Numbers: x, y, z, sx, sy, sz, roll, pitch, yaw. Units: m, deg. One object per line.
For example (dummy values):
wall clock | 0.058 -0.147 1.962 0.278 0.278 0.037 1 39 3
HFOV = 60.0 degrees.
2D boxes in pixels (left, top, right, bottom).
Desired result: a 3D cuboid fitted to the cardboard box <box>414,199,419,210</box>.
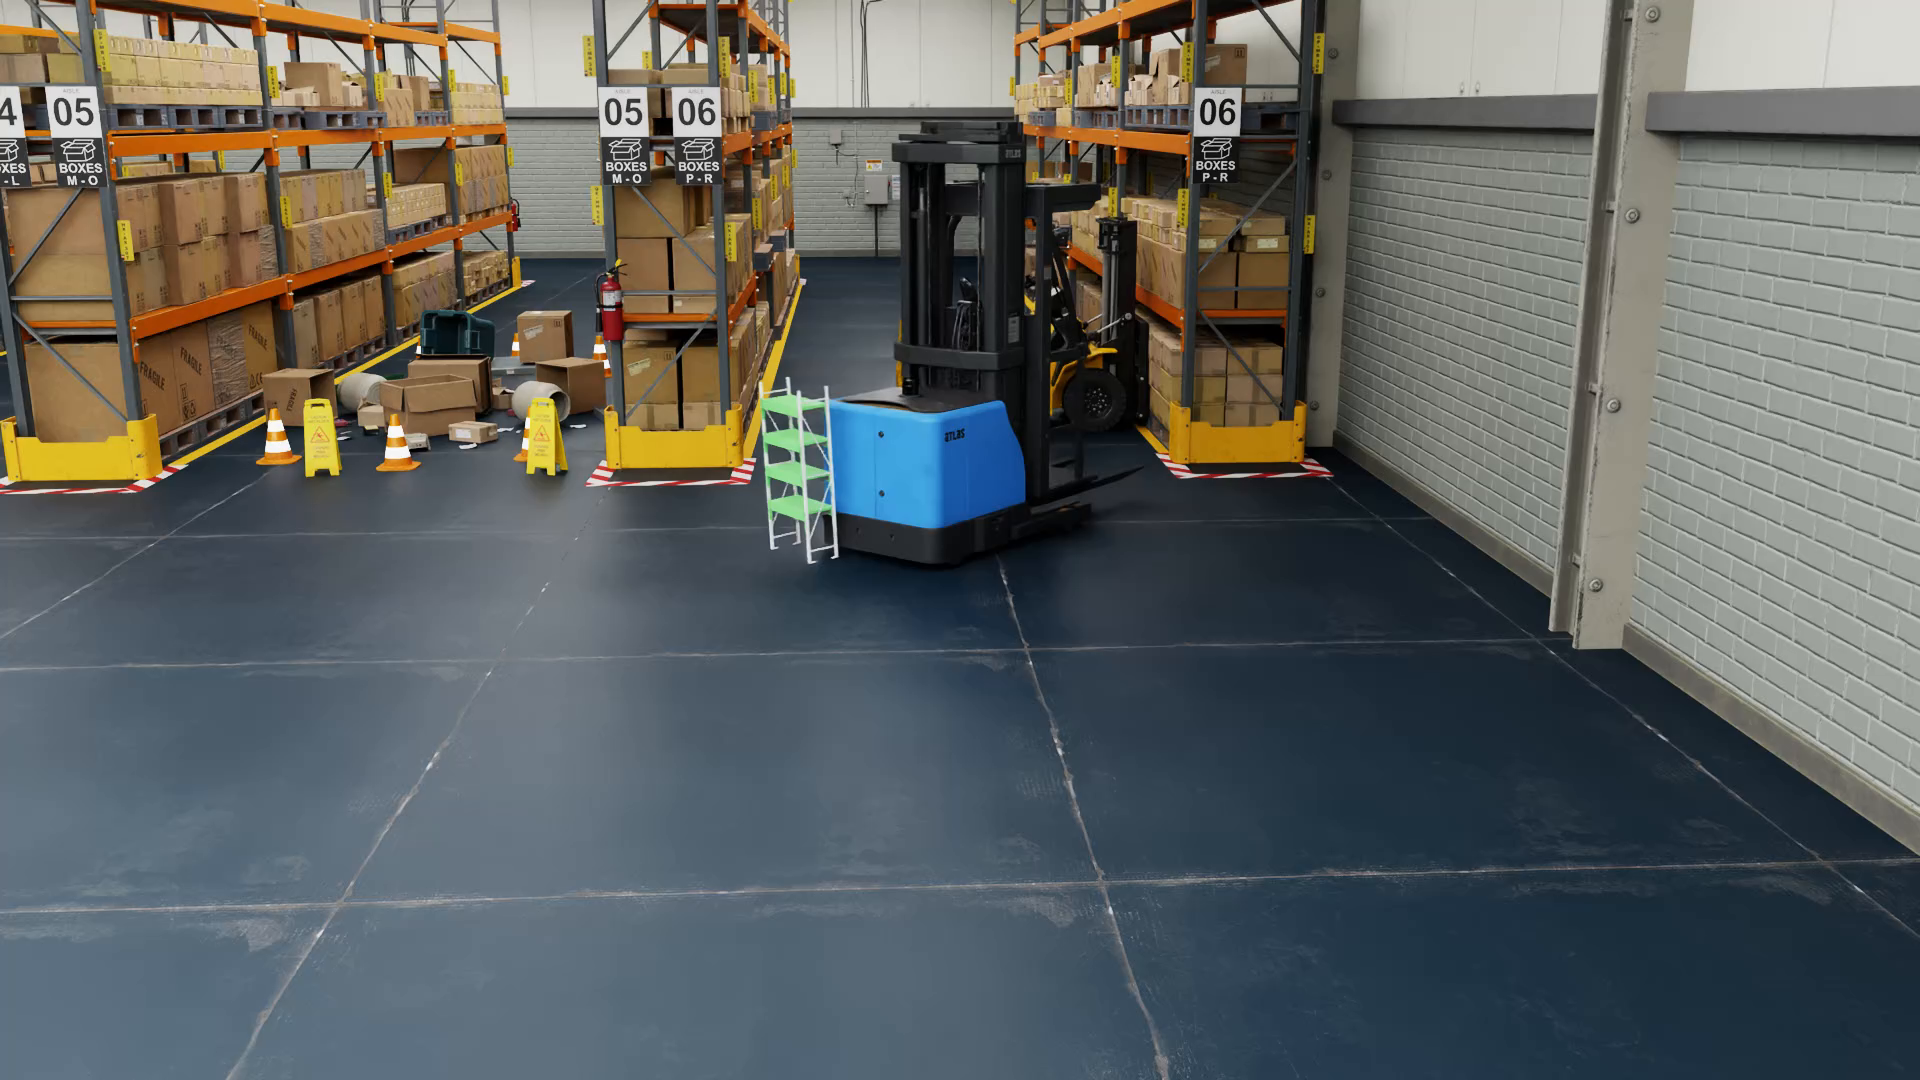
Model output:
cardboard box | -7.853 -4.728 23.445 0.380 0.149 0.250 0 14 -1

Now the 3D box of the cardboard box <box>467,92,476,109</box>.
cardboard box | -8.003 -6.981 26.416 0.500 0.250 0.500 -1 14 -2

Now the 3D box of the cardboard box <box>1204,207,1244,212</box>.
cardboard box | 2.587 -3.159 16.186 0.380 0.149 0.250 -1 14 -3

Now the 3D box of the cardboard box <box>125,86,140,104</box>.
cardboard box | -7.144 -3.738 13.975 0.380 0.149 0.250 -1 14 -3

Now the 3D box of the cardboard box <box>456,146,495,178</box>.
cardboard box | -8.068 -6.292 27.658 0.500 0.500 0.500 0 14 -1

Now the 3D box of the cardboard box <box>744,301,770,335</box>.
cardboard box | -2.962 -2.883 21.642 0.950 0.372 0.625 -2 15 -7

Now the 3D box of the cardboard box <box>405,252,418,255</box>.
cardboard box | -8.388 -4.154 24.821 0.500 0.250 0.500 -2 15 -6

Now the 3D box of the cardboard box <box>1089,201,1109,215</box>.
cardboard box | 1.769 -4.002 20.057 0.380 0.149 0.250 -1 14 -5

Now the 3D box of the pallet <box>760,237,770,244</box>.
pallet | -2.824 -3.508 20.026 1.003 0.211 1.213 -1 14 -3

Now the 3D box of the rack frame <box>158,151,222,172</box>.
rack frame | -13.374 -5.929 29.051 1.000 3.000 0.127 -1 14 -3

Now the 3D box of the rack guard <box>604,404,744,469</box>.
rack guard | -2.497 -0.911 14.565 1.175 0.500 0.348 -1 14 -3

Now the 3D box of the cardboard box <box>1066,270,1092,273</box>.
cardboard box | 1.635 -3.664 23.117 0.380 0.149 0.250 -2 15 -6

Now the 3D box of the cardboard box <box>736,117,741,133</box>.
cardboard box | -2.366 -4.099 16.422 0.380 0.149 0.250 0 14 -2

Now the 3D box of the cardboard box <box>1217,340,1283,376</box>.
cardboard box | 2.621 -1.659 15.124 0.500 0.250 0.500 -1 14 -4

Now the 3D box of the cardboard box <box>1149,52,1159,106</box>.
cardboard box | 2.230 -4.444 16.008 0.797 0.503 0.637 0 14 -2

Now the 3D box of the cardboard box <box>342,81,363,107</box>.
cardboard box | -7.558 -5.397 20.099 0.500 0.311 0.500 -1 14 -3

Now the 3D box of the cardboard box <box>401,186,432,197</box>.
cardboard box | -7.902 -5.063 24.150 0.380 0.149 0.250 -1 14 -4

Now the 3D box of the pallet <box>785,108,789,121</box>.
pallet | -3.348 -7.004 27.385 1.003 0.211 1.213 -1 14 -3

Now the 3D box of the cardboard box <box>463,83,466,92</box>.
cardboard box | -8.009 -7.136 26.221 0.380 0.149 0.250 -1 14 -5

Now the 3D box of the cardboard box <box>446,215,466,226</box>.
cardboard box | -7.861 -4.940 25.710 0.380 0.149 0.250 0 14 -1

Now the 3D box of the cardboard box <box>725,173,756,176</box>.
cardboard box | -2.586 -4.199 19.384 0.380 0.149 0.250 0 14 0

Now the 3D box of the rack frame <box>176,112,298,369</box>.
rack frame | -7.674 -2.996 17.652 1.000 3.000 0.127 -1 14 -3

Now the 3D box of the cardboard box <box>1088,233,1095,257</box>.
cardboard box | 1.846 -3.601 20.304 0.500 0.250 0.500 0 14 -2

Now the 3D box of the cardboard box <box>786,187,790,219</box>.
cardboard box | -3.055 -5.506 27.204 0.500 0.500 0.500 -1 14 -3

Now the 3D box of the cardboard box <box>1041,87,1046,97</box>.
cardboard box | 1.403 -6.618 24.573 0.380 0.149 0.250 -1 14 -4

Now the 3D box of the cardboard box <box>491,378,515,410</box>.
cardboard box | -4.831 -1.538 17.471 0.258 0.266 0.396 -13 20 -42

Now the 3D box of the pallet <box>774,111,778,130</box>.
pallet | -2.739 -4.873 19.302 1.213 0.211 1.003 -1 14 -3

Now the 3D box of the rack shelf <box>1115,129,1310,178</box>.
rack shelf | 2.338 -3.782 16.131 1.077 0.370 4.000 -1 14 -3

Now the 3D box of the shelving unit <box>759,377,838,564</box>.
shelving unit | -1.114 -0.485 11.481 0.258 1.200 0.503 -14 20 -35

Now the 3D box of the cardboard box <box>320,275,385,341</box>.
cardboard box | -7.974 -2.952 21.153 1.050 0.750 0.750 -1 14 -4

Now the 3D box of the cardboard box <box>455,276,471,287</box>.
cardboard box | -7.873 -4.048 26.020 0.380 0.149 0.250 0 14 -1

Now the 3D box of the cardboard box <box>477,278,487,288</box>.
cardboard box | -7.992 -4.226 27.311 0.380 0.149 0.250 -1 14 -5

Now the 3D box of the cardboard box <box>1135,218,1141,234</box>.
cardboard box | 1.989 -3.198 16.934 0.380 0.149 0.250 -1 14 -4

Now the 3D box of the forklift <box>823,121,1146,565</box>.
forklift | 0.330 -1.558 12.200 1.130 2.935 3.031 11 18 36

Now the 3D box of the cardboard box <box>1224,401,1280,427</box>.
cardboard box | 2.627 -1.178 15.259 0.500 0.250 0.500 -1 14 -3

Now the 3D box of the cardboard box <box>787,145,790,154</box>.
cardboard box | -3.121 -6.717 28.605 0.380 0.149 0.250 -1 14 -4

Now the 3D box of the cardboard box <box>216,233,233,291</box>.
cardboard box | -7.667 -2.705 16.218 0.875 0.550 0.550 -1 14 -3

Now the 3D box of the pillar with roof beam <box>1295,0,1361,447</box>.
pillar with roof beam | -0.978 -5.207 14.203 9.100 9.000 0.400 -1 14 -3

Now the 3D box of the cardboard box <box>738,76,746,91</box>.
cardboard box | -2.336 -4.548 16.565 0.380 0.149 0.250 0 14 -2

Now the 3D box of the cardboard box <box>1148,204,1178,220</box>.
cardboard box | 2.097 -3.279 16.652 0.380 0.149 0.250 -1 14 -4

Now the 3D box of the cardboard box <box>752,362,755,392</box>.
cardboard box | -2.392 -1.694 17.268 0.500 0.250 0.500 -1 14 -5

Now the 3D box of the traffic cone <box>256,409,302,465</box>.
traffic cone | -6.042 -0.927 14.700 0.336 0.463 0.334 -1 14 -3

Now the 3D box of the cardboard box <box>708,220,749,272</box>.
cardboard box | -2.389 -2.927 16.584 0.500 0.500 0.500 0 14 -2

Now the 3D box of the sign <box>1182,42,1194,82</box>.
sign | 1.920 -4.019 13.989 0.100 0.325 0.005 -1 14 -3

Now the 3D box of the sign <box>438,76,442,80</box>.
sign | -8.959 -7.848 28.736 0.100 0.325 0.005 -1 14 -3

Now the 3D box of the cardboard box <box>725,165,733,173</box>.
cardboard box | -3.281 -4.750 22.260 0.500 0.500 0.500 -1 14 -5

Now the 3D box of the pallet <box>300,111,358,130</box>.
pallet | -7.757 -4.915 19.468 1.003 0.211 1.213 0 14 -1

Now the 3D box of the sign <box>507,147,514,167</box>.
sign | -7.862 -6.698 29.082 0.100 0.325 0.005 -1 14 -3

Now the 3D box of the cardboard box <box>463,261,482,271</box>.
cardboard box | -7.980 -4.446 26.972 0.380 0.149 0.250 -1 14 -2

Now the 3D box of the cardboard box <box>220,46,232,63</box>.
cardboard box | -7.287 -4.692 16.083 0.380 0.149 0.250 -1 14 -2

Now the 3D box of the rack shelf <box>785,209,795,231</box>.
rack shelf | -3.359 -5.237 27.803 1.077 0.370 4.000 -1 14 -3

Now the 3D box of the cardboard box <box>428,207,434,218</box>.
cardboard box | -7.902 -4.783 24.258 0.380 0.149 0.250 -2 15 -6

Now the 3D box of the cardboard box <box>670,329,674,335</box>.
cardboard box | -2.904 -2.000 15.649 0.380 0.149 0.250 -1 14 -3

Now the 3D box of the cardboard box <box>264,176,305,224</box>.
cardboard box | -7.744 -3.780 18.492 0.700 0.500 0.500 -1 14 -4

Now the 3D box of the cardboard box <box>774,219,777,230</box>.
cardboard box | -2.843 -4.404 23.423 0.500 0.250 0.500 0 14 -2
